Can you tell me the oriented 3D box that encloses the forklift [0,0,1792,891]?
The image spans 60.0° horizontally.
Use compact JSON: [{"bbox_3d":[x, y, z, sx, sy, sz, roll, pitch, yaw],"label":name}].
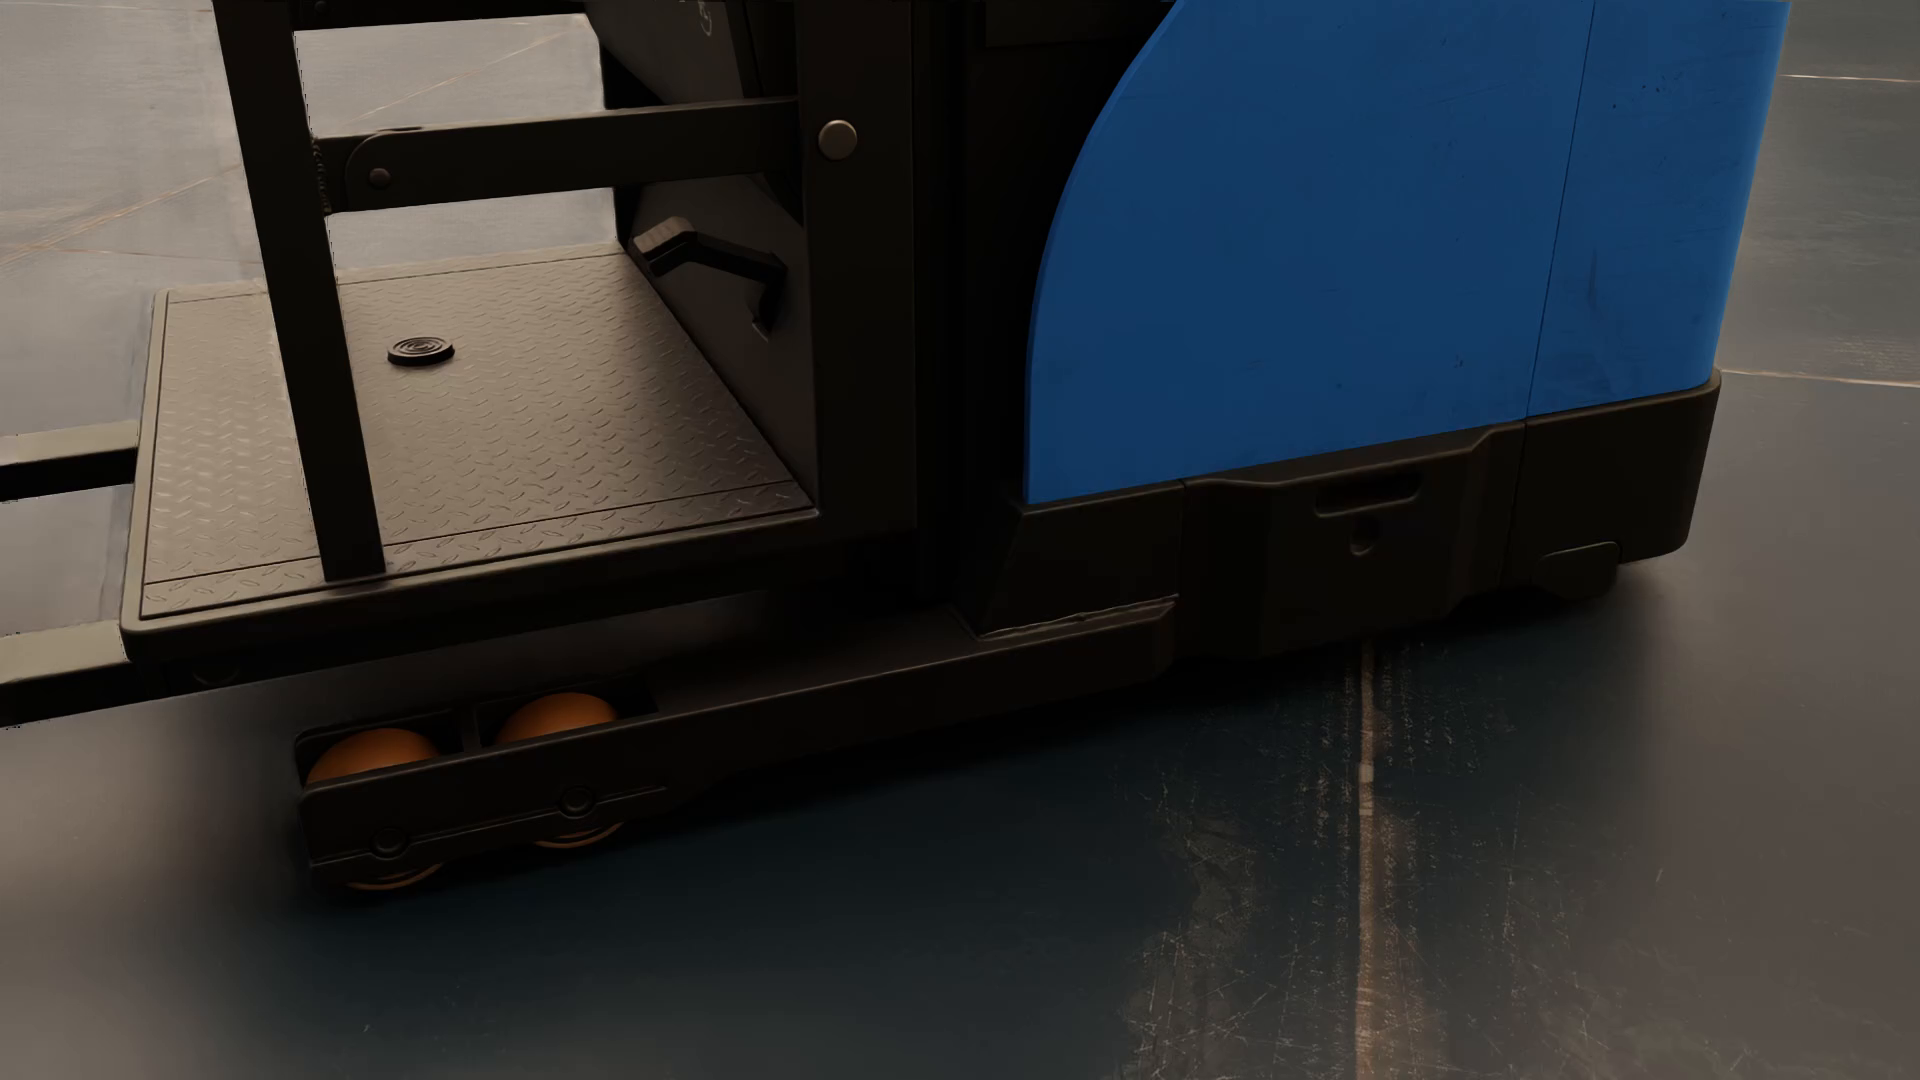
[{"bbox_3d":[-0.534,-1.208,1.640,3.031,2.935,1.130,-10,29,-19],"label":"forklift"}]
